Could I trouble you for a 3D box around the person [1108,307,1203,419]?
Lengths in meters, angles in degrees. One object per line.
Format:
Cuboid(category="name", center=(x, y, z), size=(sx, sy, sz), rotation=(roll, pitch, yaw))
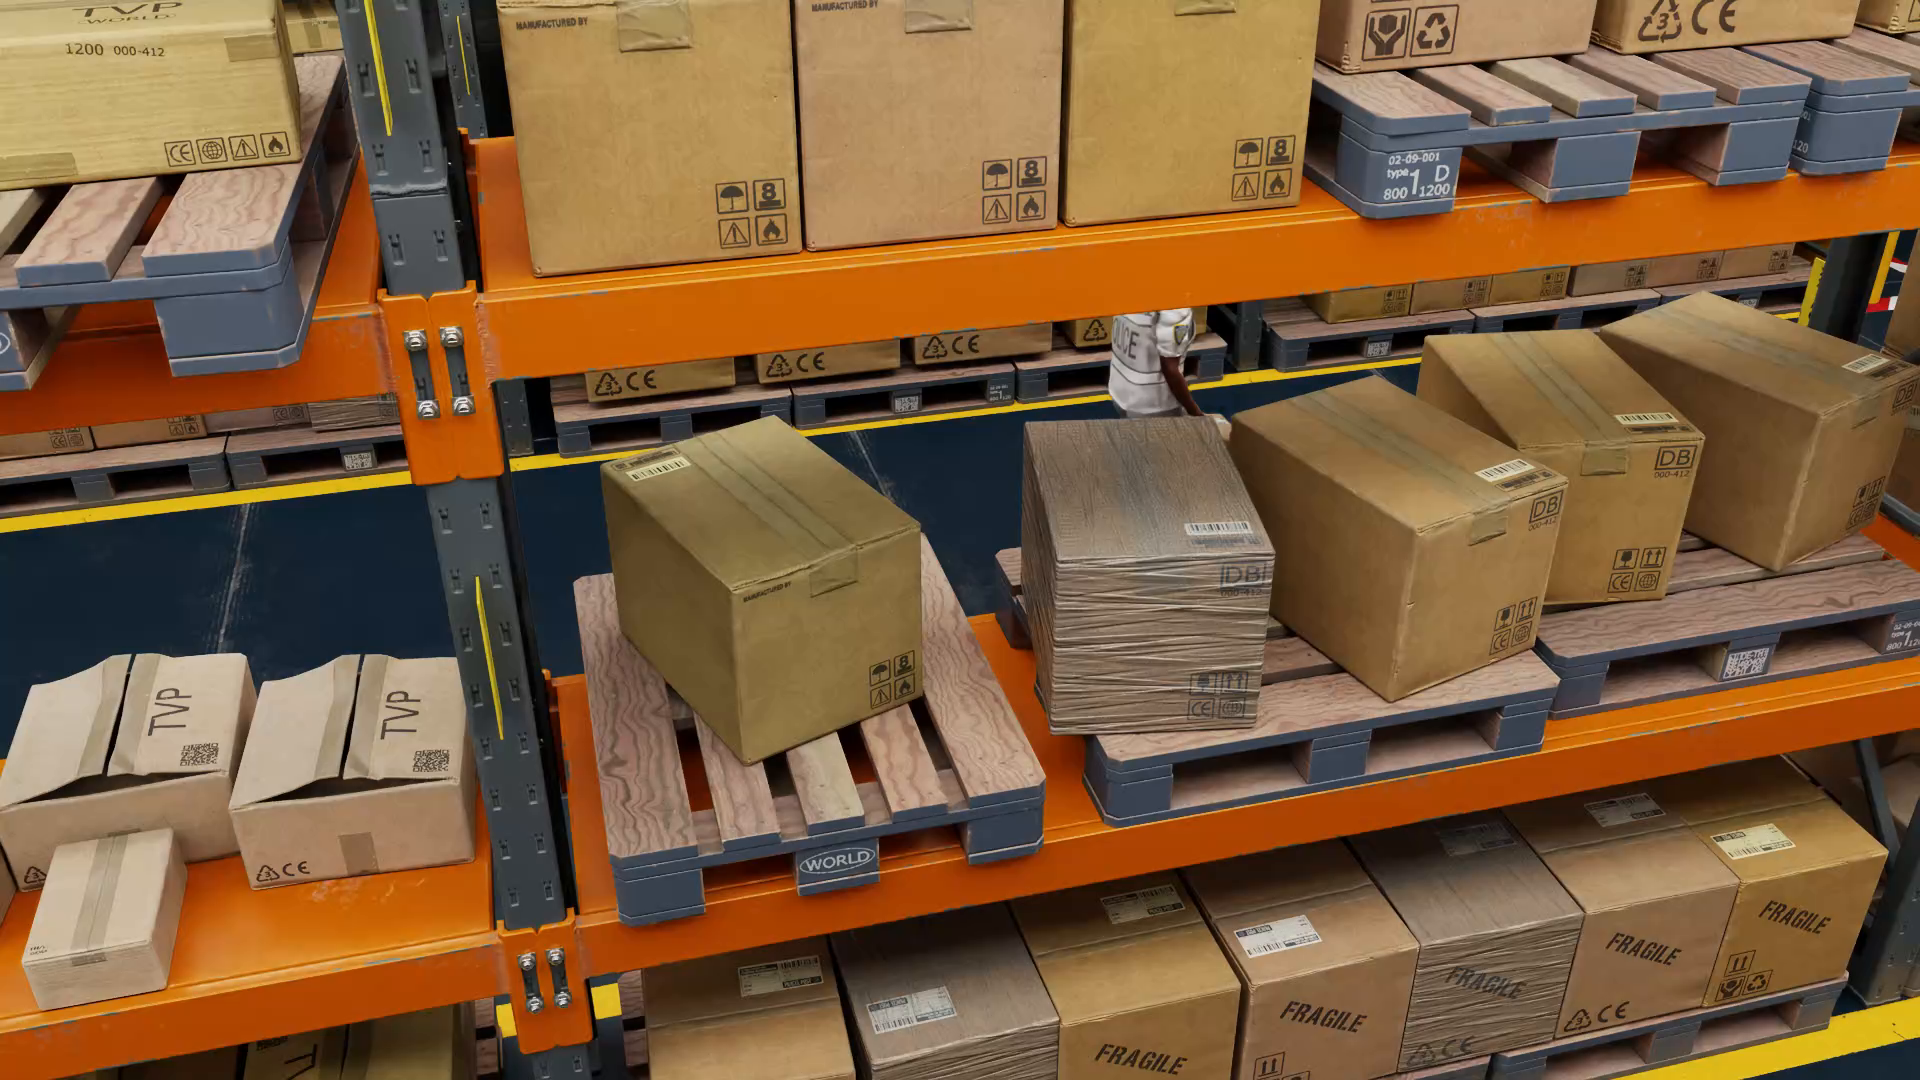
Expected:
Cuboid(category="person", center=(0.838, -0.597, 7.133), size=(0.370, 1.672, 0.492), rotation=(-9, 32, -14))
